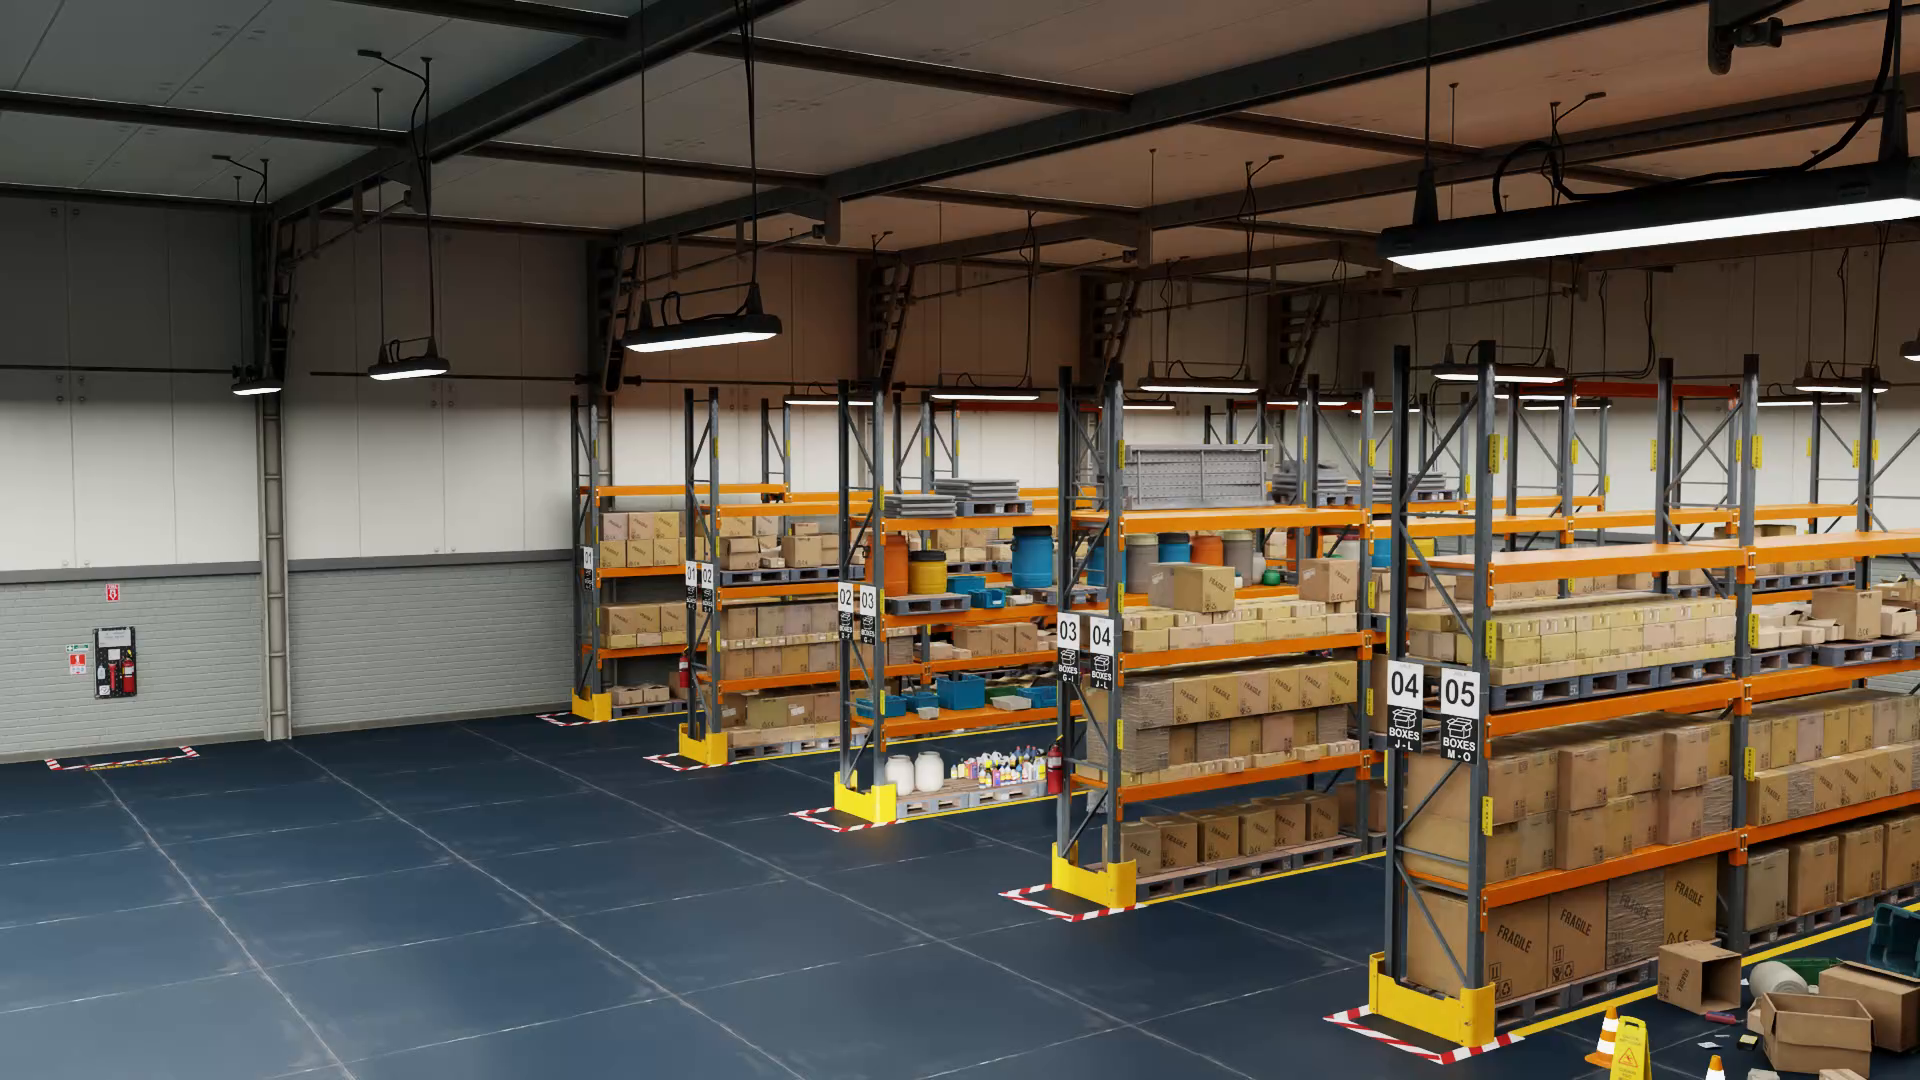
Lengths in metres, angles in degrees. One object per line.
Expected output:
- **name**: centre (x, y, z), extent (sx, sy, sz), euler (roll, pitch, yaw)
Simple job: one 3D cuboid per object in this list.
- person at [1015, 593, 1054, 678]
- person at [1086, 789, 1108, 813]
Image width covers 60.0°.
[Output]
- **person**: centre (1.614, 2.003, 35.207), extent (0.952, 1.805, 0.607), euler (-2, 4, -34)
- **person**: centre (2.009, 2.996, 22.993), extent (0.532, 1.747, 0.621), euler (-1, 3, -10)
